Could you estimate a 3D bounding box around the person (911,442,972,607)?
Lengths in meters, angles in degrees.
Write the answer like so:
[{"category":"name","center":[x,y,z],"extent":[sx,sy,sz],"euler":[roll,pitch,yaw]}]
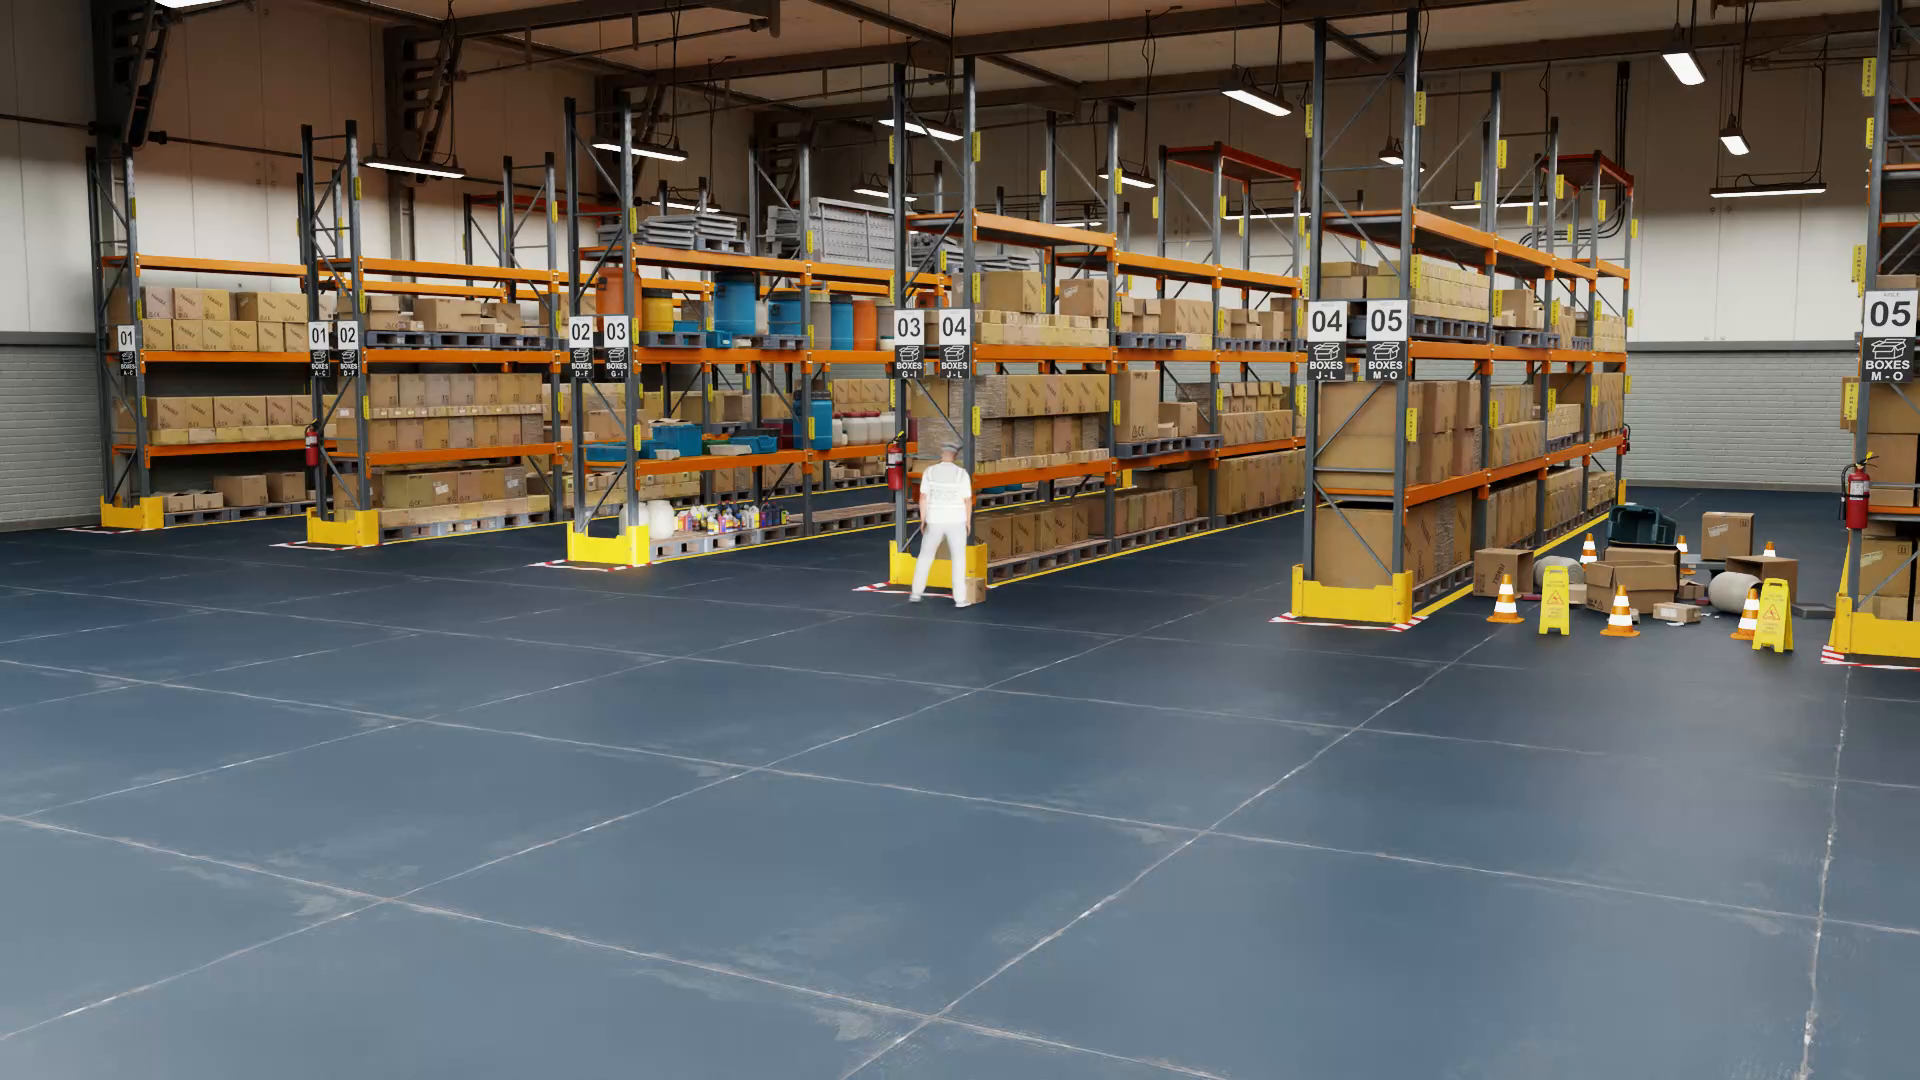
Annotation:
[{"category":"person","center":[-0.217,-0.172,17.700],"extent":[0.738,1.742,0.549],"euler":[2,6,15]}]
